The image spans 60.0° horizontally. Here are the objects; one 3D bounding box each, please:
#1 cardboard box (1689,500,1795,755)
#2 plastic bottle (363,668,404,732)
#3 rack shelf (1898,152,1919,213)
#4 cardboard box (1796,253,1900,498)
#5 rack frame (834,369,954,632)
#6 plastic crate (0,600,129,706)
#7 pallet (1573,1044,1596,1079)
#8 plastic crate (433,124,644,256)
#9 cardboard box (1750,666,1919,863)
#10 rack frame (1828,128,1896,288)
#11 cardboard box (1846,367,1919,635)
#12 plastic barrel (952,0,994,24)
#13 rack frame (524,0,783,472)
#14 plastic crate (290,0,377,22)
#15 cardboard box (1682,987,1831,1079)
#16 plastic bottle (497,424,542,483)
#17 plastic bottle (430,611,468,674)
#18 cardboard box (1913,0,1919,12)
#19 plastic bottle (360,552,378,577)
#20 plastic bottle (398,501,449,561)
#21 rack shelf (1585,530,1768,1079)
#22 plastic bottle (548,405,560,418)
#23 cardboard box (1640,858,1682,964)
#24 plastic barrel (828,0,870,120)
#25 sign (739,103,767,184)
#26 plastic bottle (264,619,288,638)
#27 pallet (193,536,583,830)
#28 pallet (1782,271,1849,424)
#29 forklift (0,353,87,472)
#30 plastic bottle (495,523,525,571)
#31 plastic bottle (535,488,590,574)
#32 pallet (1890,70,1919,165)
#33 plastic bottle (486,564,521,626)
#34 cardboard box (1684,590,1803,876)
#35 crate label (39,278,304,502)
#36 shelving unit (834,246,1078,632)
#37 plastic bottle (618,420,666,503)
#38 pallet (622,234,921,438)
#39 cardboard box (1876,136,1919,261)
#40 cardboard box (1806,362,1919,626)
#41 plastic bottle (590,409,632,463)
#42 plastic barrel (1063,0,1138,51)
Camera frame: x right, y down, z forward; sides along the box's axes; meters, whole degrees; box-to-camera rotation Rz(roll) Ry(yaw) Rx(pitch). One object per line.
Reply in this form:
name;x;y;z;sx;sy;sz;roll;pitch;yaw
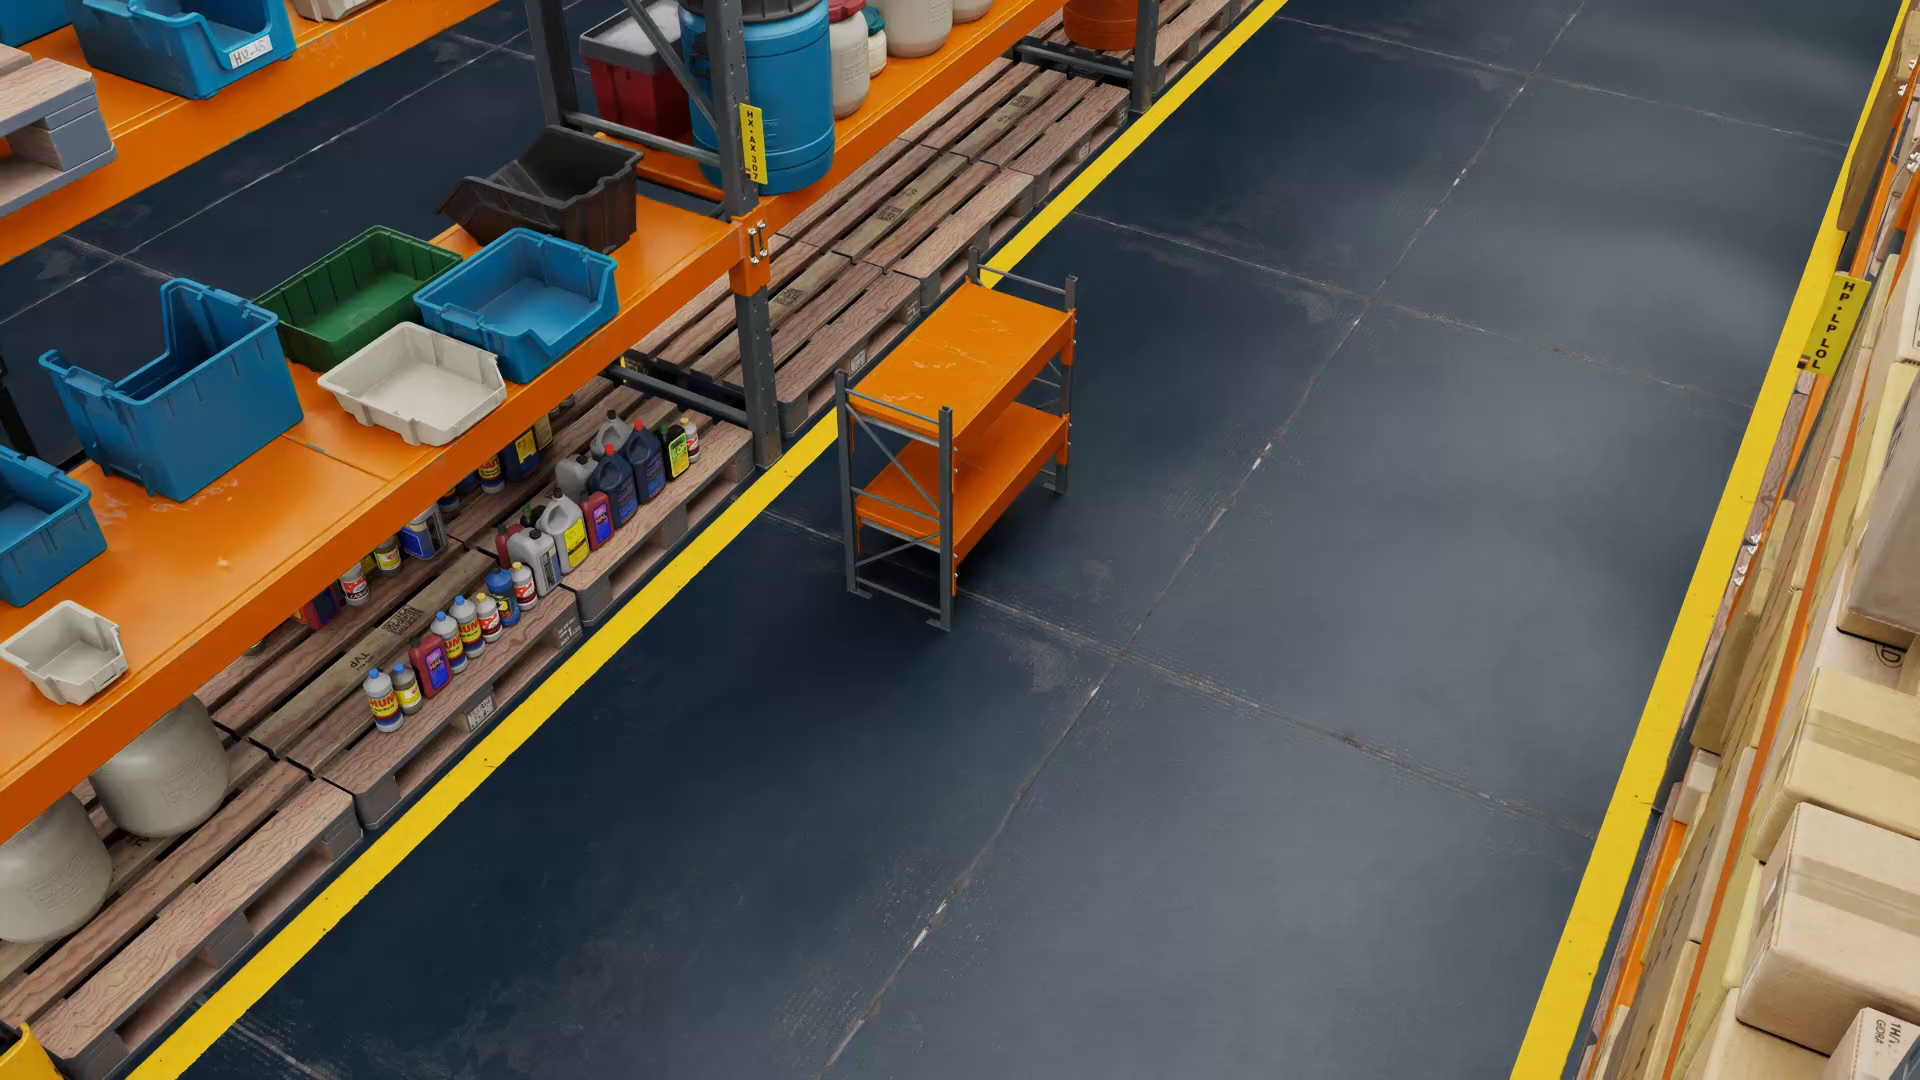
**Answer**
cardboard box;2.446;0.361;4.270;0.875;0.500;0.500;21;45;22
plastic bottle;-2.107;0.574;6.060;0.097;0.271;0.097;0;41;0
rack shelf;4.007;-2.002;5.528;1.077;0.370;4.000;21;45;22
cardboard box;2.561;-0.352;4.323;0.500;0.500;0.500;21;45;22
rack frame;-0.251;-0.135;6.552;0.500;1.125;0.032;21;45;22
plastic crate;-2.558;0.343;4.791;0.298;0.136;0.250;21;45;22
pallet;2.091;2.142;4.658;1.003;0.211;1.213;21;45;22
plastic crate;-1.655;-1.359;6.570;0.767;0.338;0.504;21;45;22
cardboard box;1.252;0.352;2.123;0.380;0.149;0.250;21;46;22
rack frame;5.007;-2.290;7.581;1.000;3.000;0.127;21;45;22
cardboard box;1.561;-0.146;2.197;0.500;0.500;0.500;21;45;22
plastic barrel;-0.030;-2.833;8.094;0.433;0.535;0.433;0;41;0
rack frame;-1.282;-1.639;6.842;1.000;3.000;0.127;21;45;22
plastic crate;-1.736;-1.614;4.743;0.243;0.136;0.396;21;45;22
cardboard box;1.025;0.858;1.850;0.500;0.250;0.500;22;46;23
plastic bottle;-1.921;-0.438;7.149;0.144;0.351;0.185;21;45;22
plastic bottle;-1.935;0.378;6.283;0.097;0.271;0.097;0;41;0
cardboard box;5.824;-2.546;9.161;1.225;0.875;0.875;21;46;22
plastic bottle;-2.446;-0.028;6.684;0.144;0.351;0.185;23;46;24
plastic bottle;-2.212;-0.072;6.790;0.152;0.276;0.135;21;45;22
rack shelf;2.005;1.413;3.920;1.077;0.370;4.000;21;45;22
plastic bottle;-1.872;-0.659;7.513;0.097;0.201;0.097;0;41;0
cardboard box;1.899;0.979;4.059;0.380;0.149;0.250;21;45;22
plastic barrel;-0.614;-2.165;7.336;0.433;0.535;0.433;0;41;0
sign;-0.812;-1.555;6.537;0.100;0.325;0.005;21;45;22
plastic bottle;-2.702;0.235;6.436;0.061;0.283;0.133;22;46;23
pallet;-2.264;0.478;6.547;1.003;0.211;1.213;21;45;22
pallet;4.615;-0.797;7.995;1.003;0.211;1.213;21;45;22
forklift;-4.071;-0.753;5.888;1.130;2.935;3.031;20;45;21
plastic bottle;-1.790;0.030;6.669;0.061;0.283;0.133;21;45;22
plastic bottle;-1.613;-0.052;6.711;0.144;0.351;0.185;21;45;22
pallet;4.743;-1.775;7.141;1.213;0.211;1.003;21;45;22
plastic bottle;-1.784;0.204;6.480;0.097;0.271;0.097;0;41;0
cardboard box;1.820;0.510;3.344;0.500;0.500;0.500;21;45;22
crate label;-2.597;-0.507;5.529;0.502;0.435;0.616;21;45;22
shelving unit;0.003;-0.426;6.883;0.538;1.125;1.048;21;45;22
plastic bottle;-1.355;-0.347;7.045;0.144;0.351;0.185;20;45;21
pallet;-0.923;-1.055;8.288;1.003;0.211;1.213;21;45;22
cardboard box;3.793;-1.220;5.970;0.797;0.503;0.637;26;47;26
cardboard box;1.784;-0.009;2.834;0.500;0.250;0.500;20;45;21
plastic bottle;-1.480;-0.394;7.100;0.144;0.351;0.185;21;45;22
plastic barrel;0.949;-3.557;10.344;0.600;0.830;0.708;21;45;22
